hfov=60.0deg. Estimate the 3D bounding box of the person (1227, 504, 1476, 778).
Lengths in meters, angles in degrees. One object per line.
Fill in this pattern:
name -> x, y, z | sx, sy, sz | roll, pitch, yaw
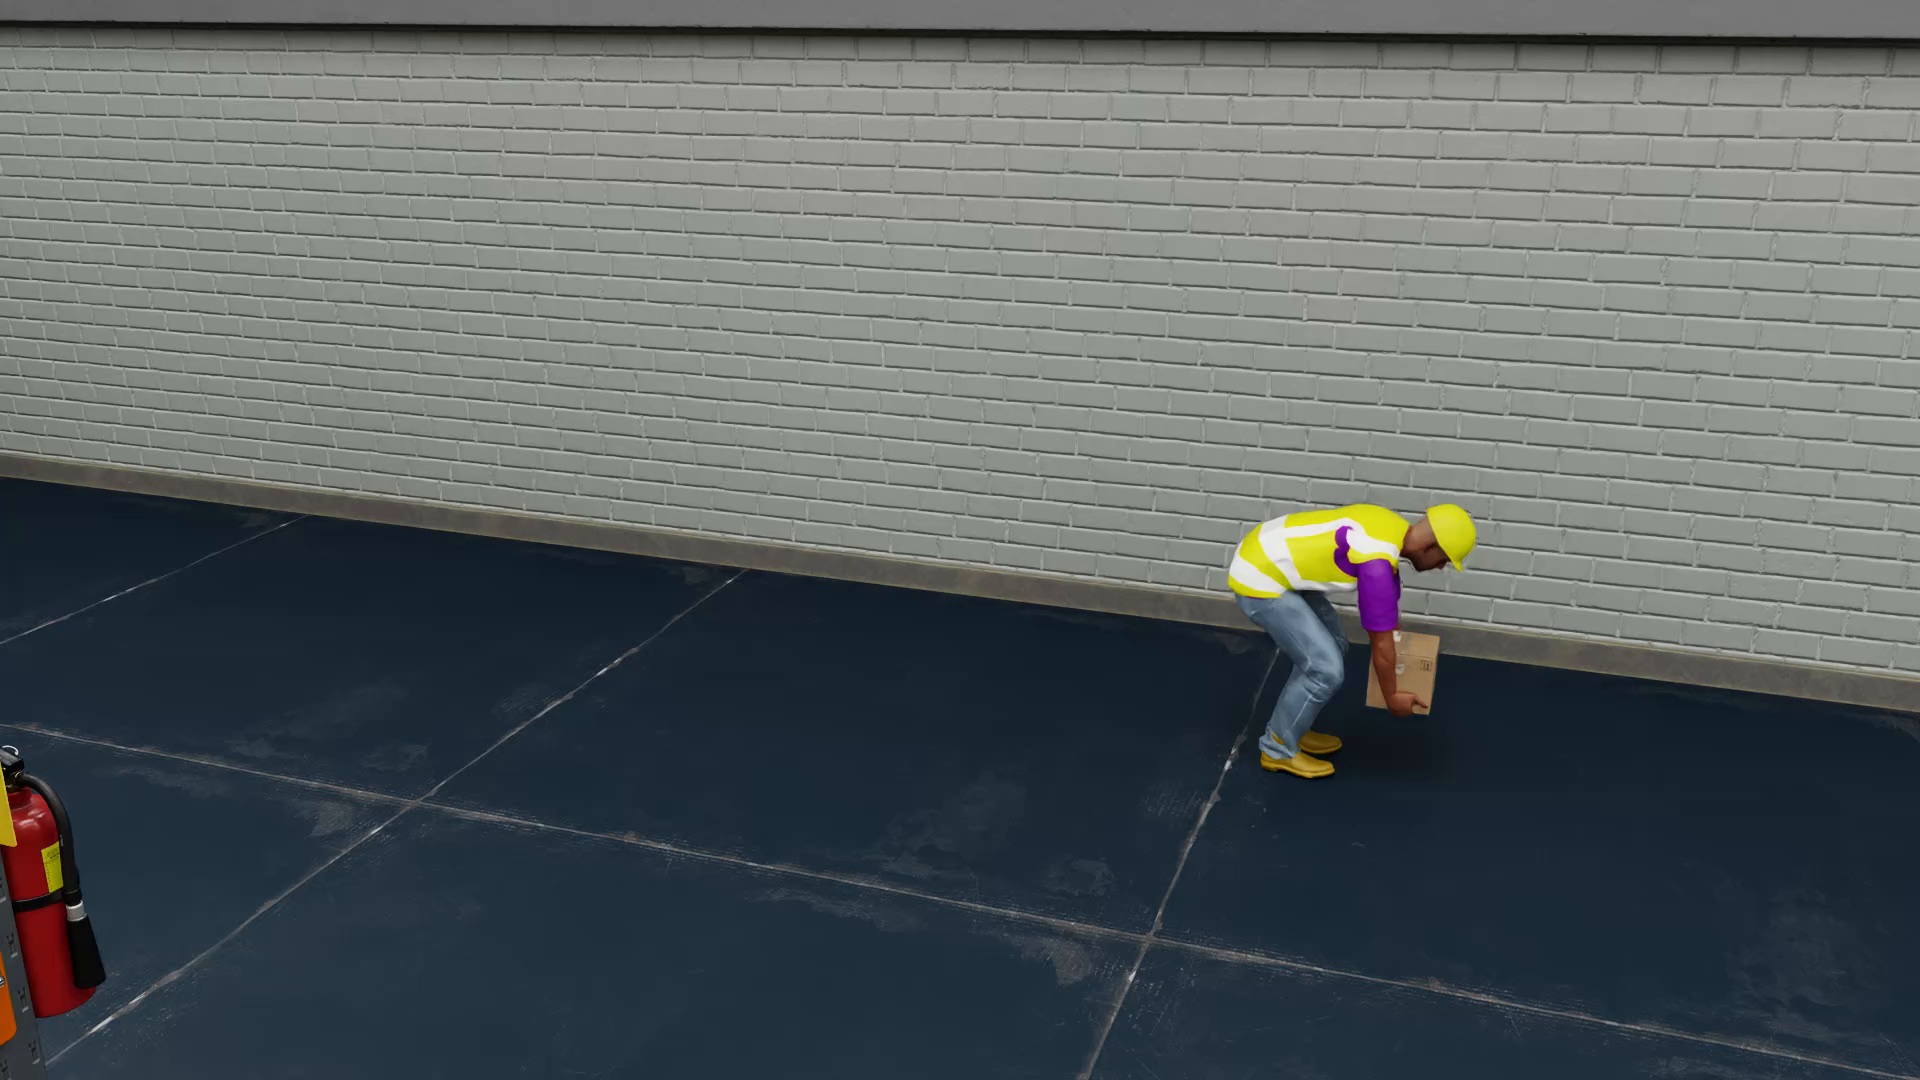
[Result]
person -> 1.574, 0.381, 6.825 | 0.956, 1.166, 0.503 | 5, 19, 16
